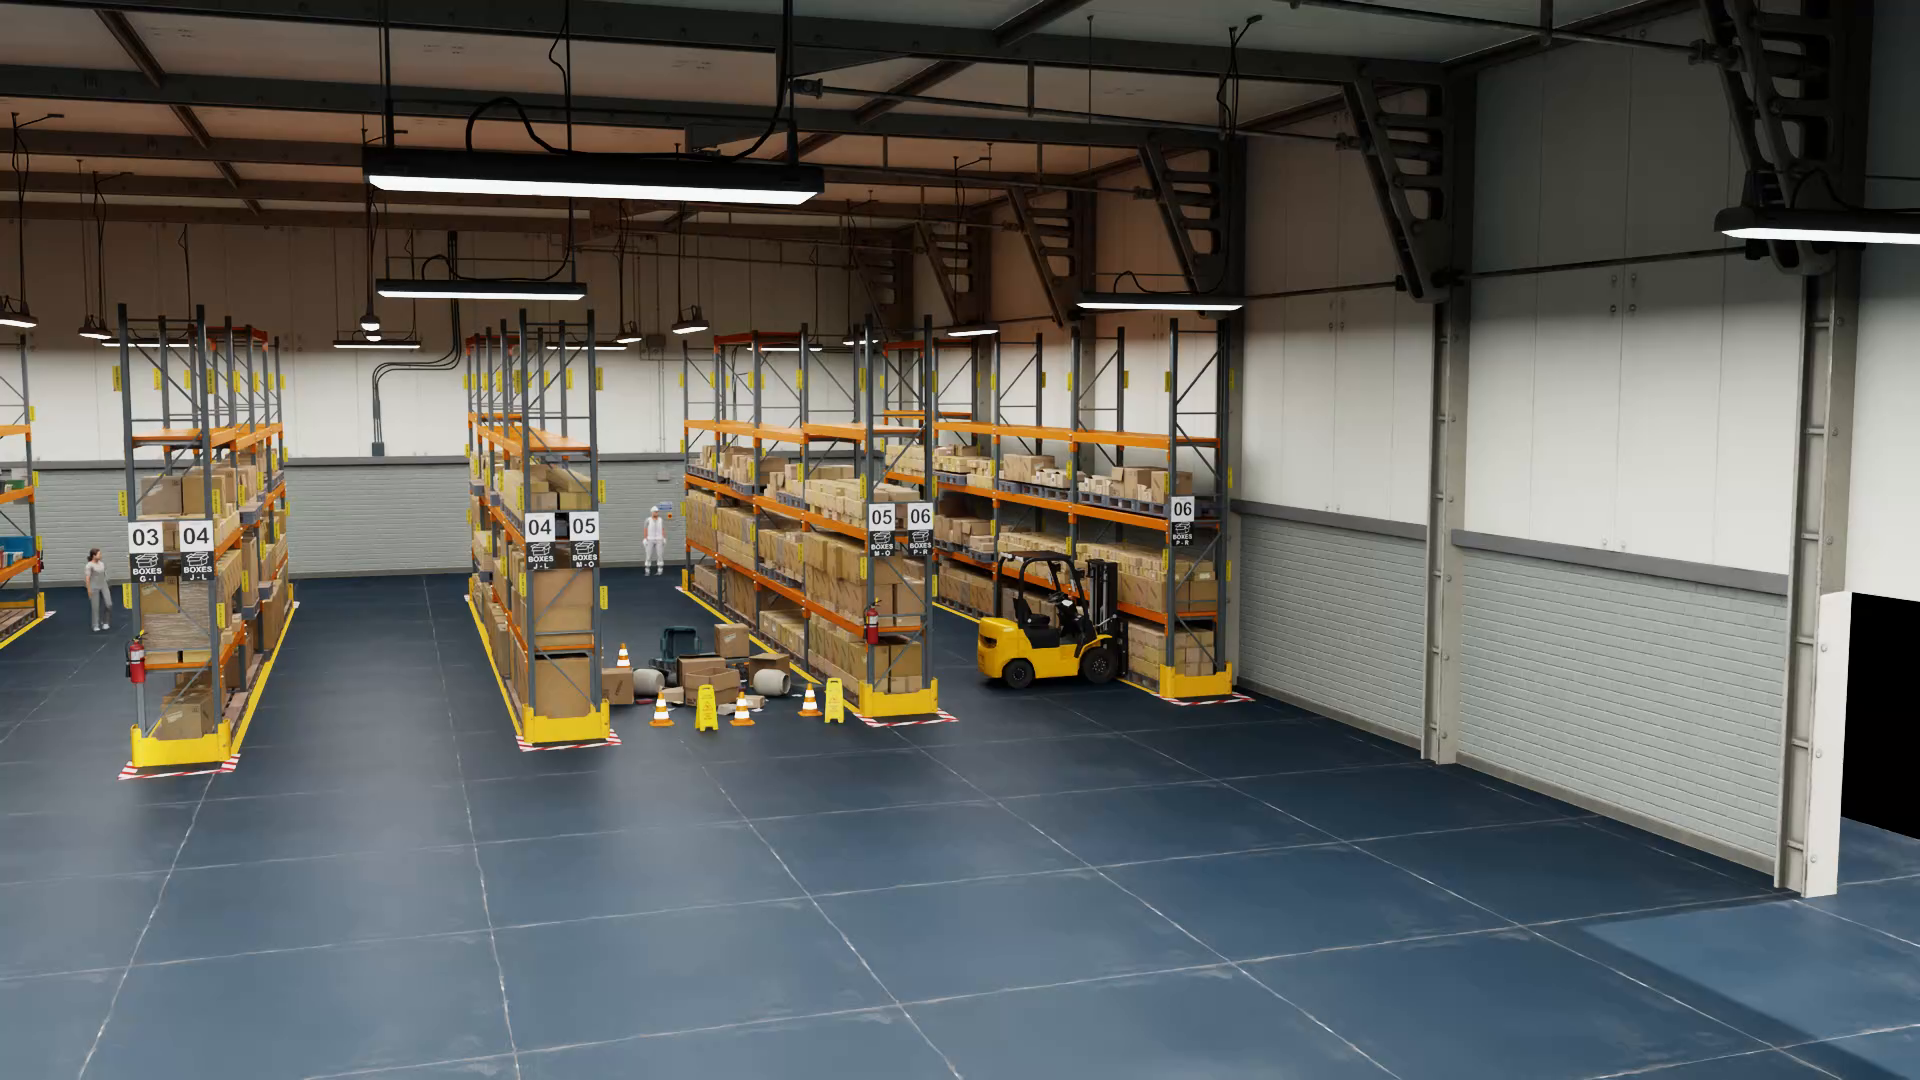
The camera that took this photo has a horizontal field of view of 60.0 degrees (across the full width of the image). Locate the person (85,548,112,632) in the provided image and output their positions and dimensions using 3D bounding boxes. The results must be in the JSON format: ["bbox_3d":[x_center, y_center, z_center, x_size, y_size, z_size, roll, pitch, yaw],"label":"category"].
[{"bbox_3d":[-17.432,0.993,33.594,0.509,1.671,0.499,5,8,44],"label":"person"}]

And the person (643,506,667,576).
[{"bbox_3d":[-7.911,0.027,43.099,0.597,1.795,0.444,-1,5,-7],"label":"person"}]
